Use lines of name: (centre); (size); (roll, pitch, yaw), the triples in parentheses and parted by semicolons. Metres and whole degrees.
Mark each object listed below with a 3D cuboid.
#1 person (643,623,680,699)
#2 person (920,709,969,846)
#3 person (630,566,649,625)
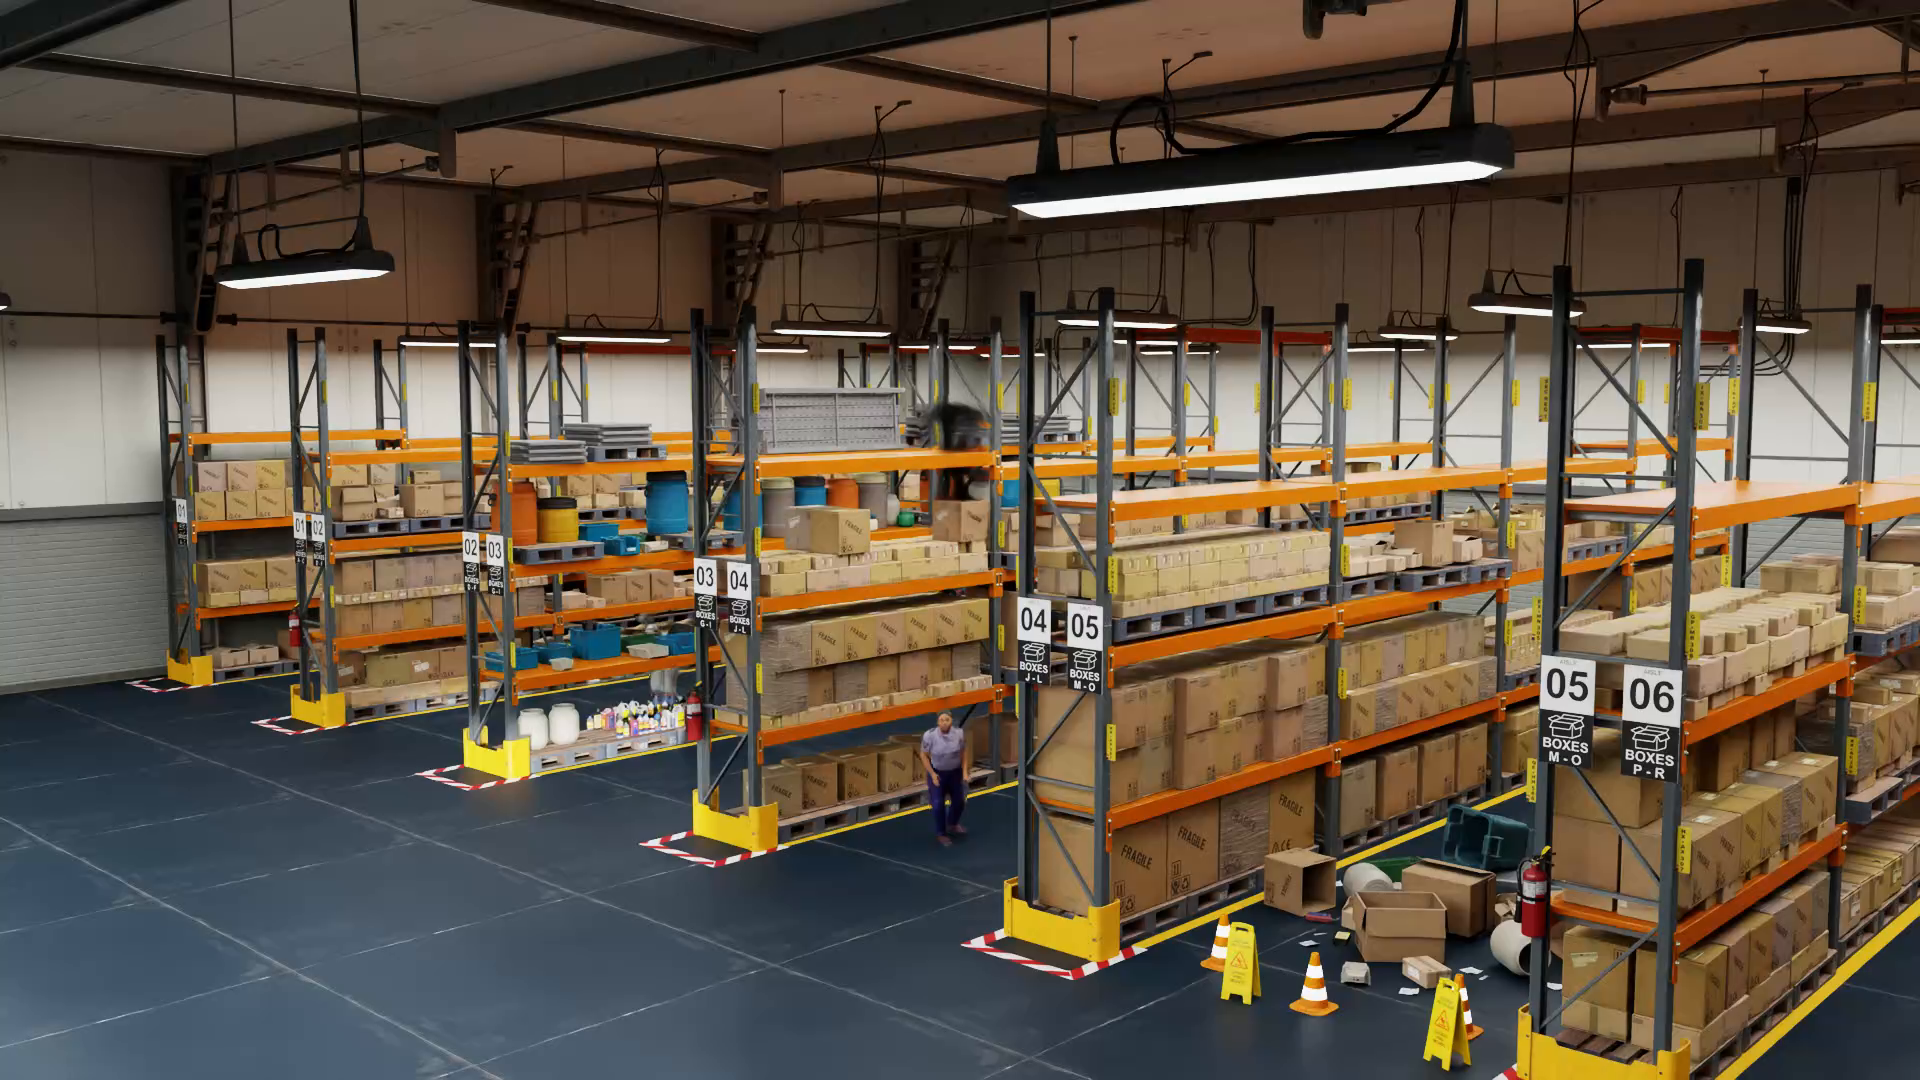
person: (-4.685, 2.005, 25.868); (0.637, 1.492, 0.783); (3, 6, 26)
person: (-0.177, 2.638, 18.736); (0.610, 1.589, 0.734); (-1, 6, -13)
person: (-6.318, 1.263, 32.980); (0.611, 1.586, 0.887); (2, 6, 25)
